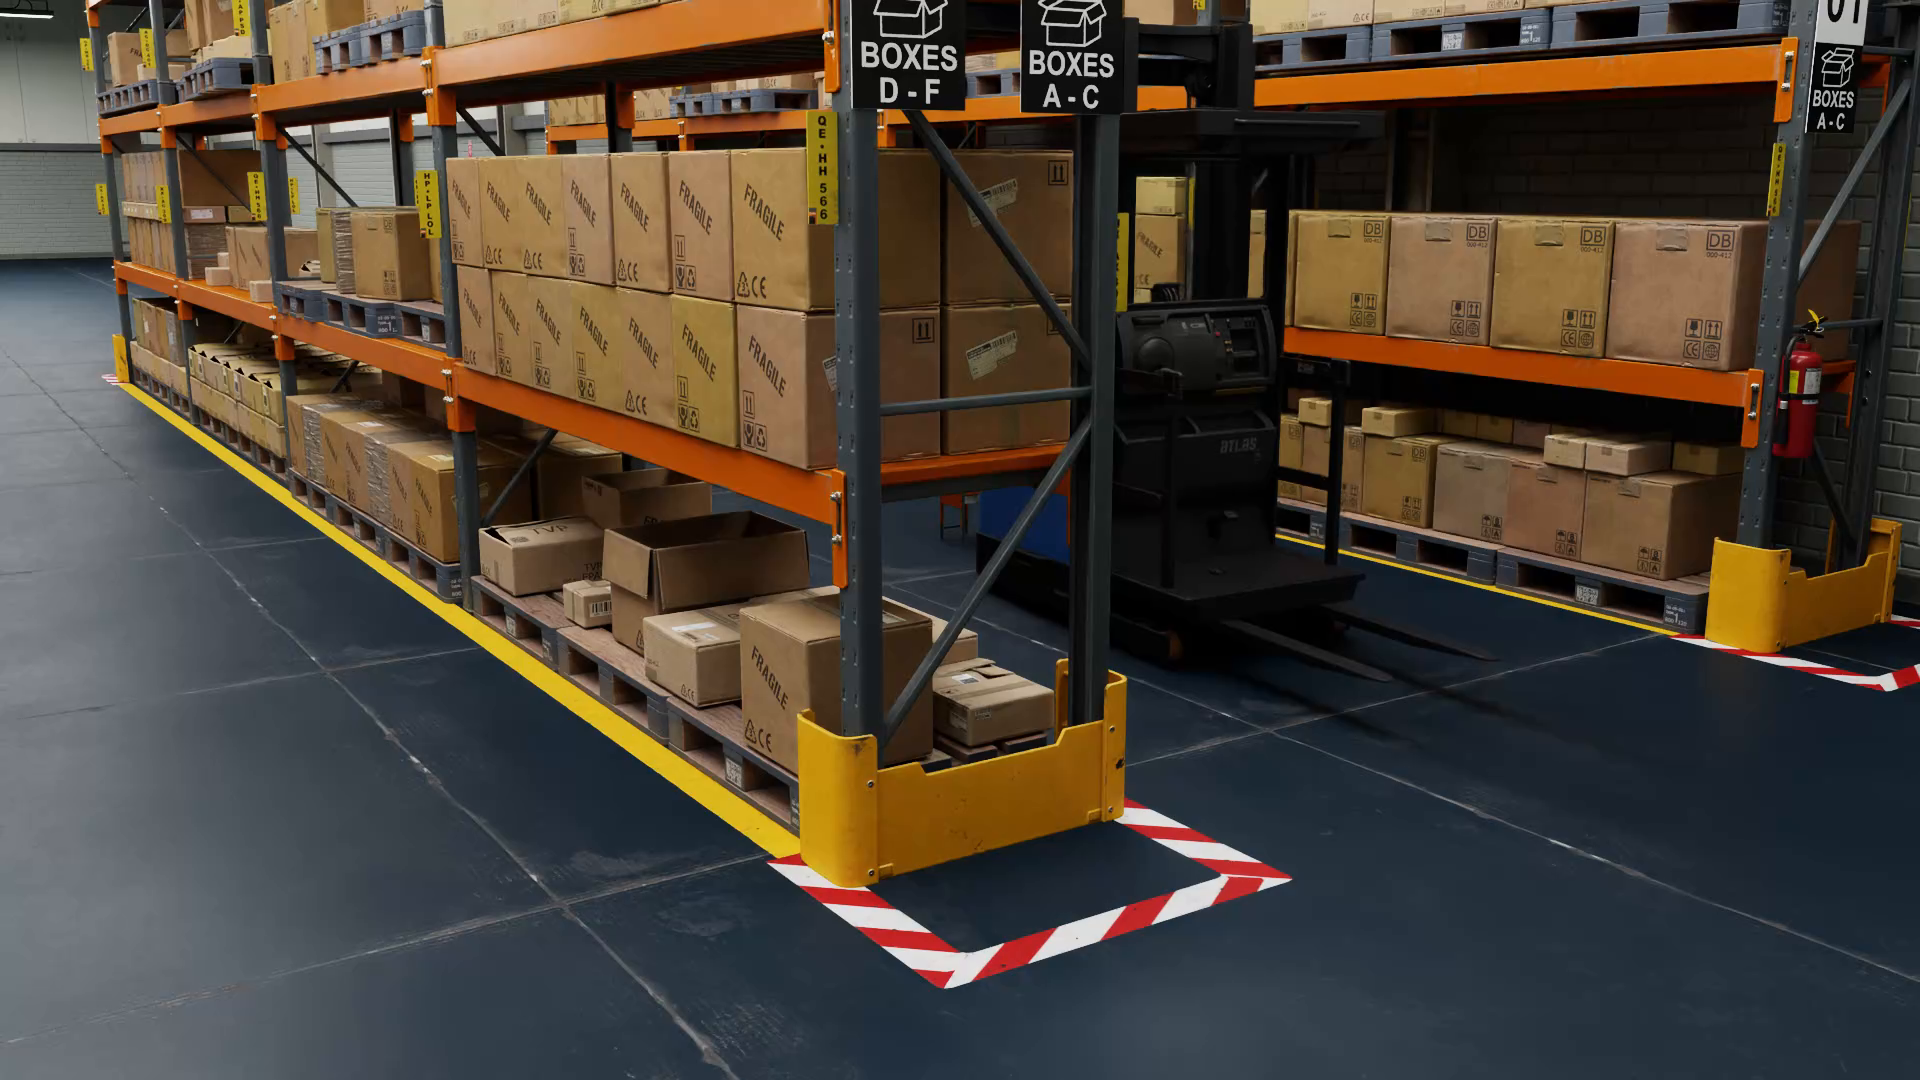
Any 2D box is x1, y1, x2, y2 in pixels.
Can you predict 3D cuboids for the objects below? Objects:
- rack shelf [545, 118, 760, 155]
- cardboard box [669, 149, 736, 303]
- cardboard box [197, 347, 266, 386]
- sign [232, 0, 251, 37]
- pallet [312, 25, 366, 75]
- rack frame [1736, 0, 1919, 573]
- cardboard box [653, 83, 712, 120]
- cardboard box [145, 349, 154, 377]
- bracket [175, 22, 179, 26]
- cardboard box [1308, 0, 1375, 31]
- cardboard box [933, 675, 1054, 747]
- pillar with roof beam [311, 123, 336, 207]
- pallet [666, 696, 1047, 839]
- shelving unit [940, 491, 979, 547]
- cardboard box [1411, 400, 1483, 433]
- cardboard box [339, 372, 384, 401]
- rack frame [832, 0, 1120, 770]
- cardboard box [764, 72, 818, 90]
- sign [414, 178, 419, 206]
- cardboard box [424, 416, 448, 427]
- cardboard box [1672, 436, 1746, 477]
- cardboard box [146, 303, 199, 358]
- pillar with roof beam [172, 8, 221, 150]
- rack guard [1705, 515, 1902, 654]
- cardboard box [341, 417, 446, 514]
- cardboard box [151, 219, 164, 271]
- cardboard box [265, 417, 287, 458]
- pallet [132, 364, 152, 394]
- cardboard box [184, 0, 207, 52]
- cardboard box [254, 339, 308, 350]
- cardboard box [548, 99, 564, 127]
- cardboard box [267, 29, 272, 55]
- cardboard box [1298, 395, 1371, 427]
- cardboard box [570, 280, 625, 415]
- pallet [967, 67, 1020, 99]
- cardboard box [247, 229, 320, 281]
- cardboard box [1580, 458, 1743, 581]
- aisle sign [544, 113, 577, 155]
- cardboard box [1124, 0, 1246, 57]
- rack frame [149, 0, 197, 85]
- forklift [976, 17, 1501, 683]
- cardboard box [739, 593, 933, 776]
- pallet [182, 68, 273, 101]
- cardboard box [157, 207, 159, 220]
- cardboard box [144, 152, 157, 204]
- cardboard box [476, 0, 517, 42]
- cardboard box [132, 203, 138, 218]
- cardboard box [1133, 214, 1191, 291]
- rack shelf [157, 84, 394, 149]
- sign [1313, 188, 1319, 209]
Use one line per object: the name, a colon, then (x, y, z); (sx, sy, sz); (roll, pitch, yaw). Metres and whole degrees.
rack shelf: (-3.567, -4.628, 19.168); (1.077, 0.370, 4.000); (-8, 15, -33)
cardboard box: (-0.688, -1.111, 5.848); (0.500, 0.500, 0.500); (-8, 14, -31)
cardboard box: (-6.286, -1.515, 14.409); (0.500, 0.311, 0.500); (-8, 15, -33)
sign: (-4.831, -3.553, 11.170); (0.100, 0.325, 0.005); (-8, 15, -33)
pallet: (-3.028, -2.831, 9.704); (1.213, 0.211, 1.003); (-8, 15, -33)
rack frame: (4.190, -1.025, 8.026); (1.000, 3.000, 0.127); (-8, 15, -33)
cardboard box: (-2.945, -4.744, 17.731); (0.500, 0.500, 0.500); (-8, 14, -31)
cardboard box: (-8.128, -1.846, 17.235); (0.500, 0.250, 0.500); (-8, 15, -33)
bracket: (-21.699, -14.221, 45.902); (0.076, 0.066, 3.189); (-8, 15, -33)
cardboard box: (2.408, -3.136, 9.792); (0.500, 0.250, 0.500); (-8, 15, -34)
cardboard box: (0.122, 0.625, 6.126); (0.380, 0.149, 0.250); (-8, 15, -33)
pillar with roof beam: (-17.123, -9.471, 32.605); (9.100, 9.000, 0.400); (-8, 15, -33)
pallet: (-0.416, 0.770, 6.349); (1.003, 0.211, 1.213); (-8, 15, -33)
shelving unit: (0.030, -0.503, 10.206); (0.215, 1.050, 0.252); (-8, 15, -33)
cardboard box: (2.967, -0.756, 10.146); (0.380, 0.149, 0.250); (-8, 15, -32)
cardboard box: (-4.410, -1.124, 12.622); (0.500, 0.311, 0.500); (-8, 14, -31)
rack frame: (0.068, -0.438, 5.342); (1.000, 3.000, 0.127); (-8, 15, -33)
cardboard box: (-1.539, -4.552, 15.918); (0.500, 0.500, 0.500); (-9, 15, -35)
sign: (-3.918, -2.453, 12.034); (0.100, 0.325, 0.005); (-8, 15, -33)
cardboard box: (-3.068, -0.531, 10.590); (0.500, 0.500, 0.500); (-9, 15, -35)
cardboard box: (3.955, -0.440, 8.701); (0.380, 0.149, 0.250); (-8, 15, -32)
cardboard box: (-7.856, -2.123, 16.745); (0.500, 0.500, 0.500); (-8, 15, -33)
pillar with roof beam: (-23.772, -11.605, 42.364); (9.100, 9.000, 0.548); (-8, 15, -33)
rack guard: (4.203, 0.201, 8.273); (1.175, 0.500, 0.348); (-8, 15, -33)
cardboard box: (-3.488, -0.465, 10.288); (0.500, 0.500, 0.500); (-9, 15, -35)
cardboard box: (-7.688, -2.973, 16.699); (0.700, 0.500, 0.500); (-8, 14, -31)
cardboard box: (-4.859, -0.787, 12.393); (0.500, 0.250, 0.500); (-8, 15, -31)
pallet: (-8.338, -1.790, 18.053); (1.003, 0.211, 1.213); (-8, 15, -33)
cardboard box: (-6.271, -4.421, 14.148); (0.500, 0.500, 0.500); (-8, 15, -32)
cardboard box: (-6.117, -1.670, 15.116); (0.500, 0.311, 0.500); (-8, 15, -33)
cardboard box: (-4.697, -5.305, 20.298); (0.500, 0.500, 0.500); (-8, 14, -31)
cardboard box: (-4.662, -3.532, 11.837); (0.500, 0.250, 0.500); (-9, 15, -37)
cardboard box: (2.341, -0.809, 10.391); (0.380, 0.149, 0.250); (-8, 14, -31)
cardboard box: (-1.248, -0.805, 6.787); (0.500, 0.500, 0.500); (-8, 15, -34)
pallet: (0.781, -3.514, 12.829); (1.003, 0.211, 1.213); (-7, 14, -30)
cardboard box: (-5.307, -2.206, 13.193); (0.500, 0.500, 0.500); (-9, 15, -36)
cardboard box: (3.719, -0.121, 8.763); (0.700, 0.500, 0.500); (-8, 15, -33)
aisle sign: (-4.964, -5.117, 20.657); (0.394, 0.787, 0.004); (-8, 15, -33)
cardboard box: (1.578, -3.635, 11.676); (0.700, 0.500, 0.500); (-9, 15, -36)
rack frame: (-6.580, -5.503, 14.460); (1.000, 3.000, 0.127); (-8, 15, -33)
forklift: (1.253, -0.960, 7.889); (1.130, 2.935, 3.031); (-7, 14, -29)
cardboard box: (-0.438, 0.501, 5.871); (0.500, 0.500, 0.500); (-8, 15, -33)
pallet: (-5.437, -3.542, 12.959); (1.003, 0.211, 1.213); (-7, 14, -30)
cardboard box: (-7.471, -3.142, 15.955); (0.380, 0.149, 0.250); (-8, 15, -33)
cardboard box: (-7.666, -3.600, 16.533); (0.700, 0.500, 0.500); (-8, 15, -33)
cardboard box: (-1.811, -2.336, 7.352); (0.500, 0.250, 0.500); (-8, 15, -33)
cardboard box: (-8.335, -3.417, 17.215); (0.380, 0.149, 0.250); (-8, 15, -34)
cardboard box: (1.508, -1.992, 11.473); (0.500, 0.500, 0.500); (-8, 15, -34)
rack shelf: (-5.472, -3.330, 13.231); (1.077, 0.370, 4.000); (-8, 15, -33)
sign: (2.435, -2.264, 11.480); (0.100, 0.325, 0.005); (-8, 15, -33)
